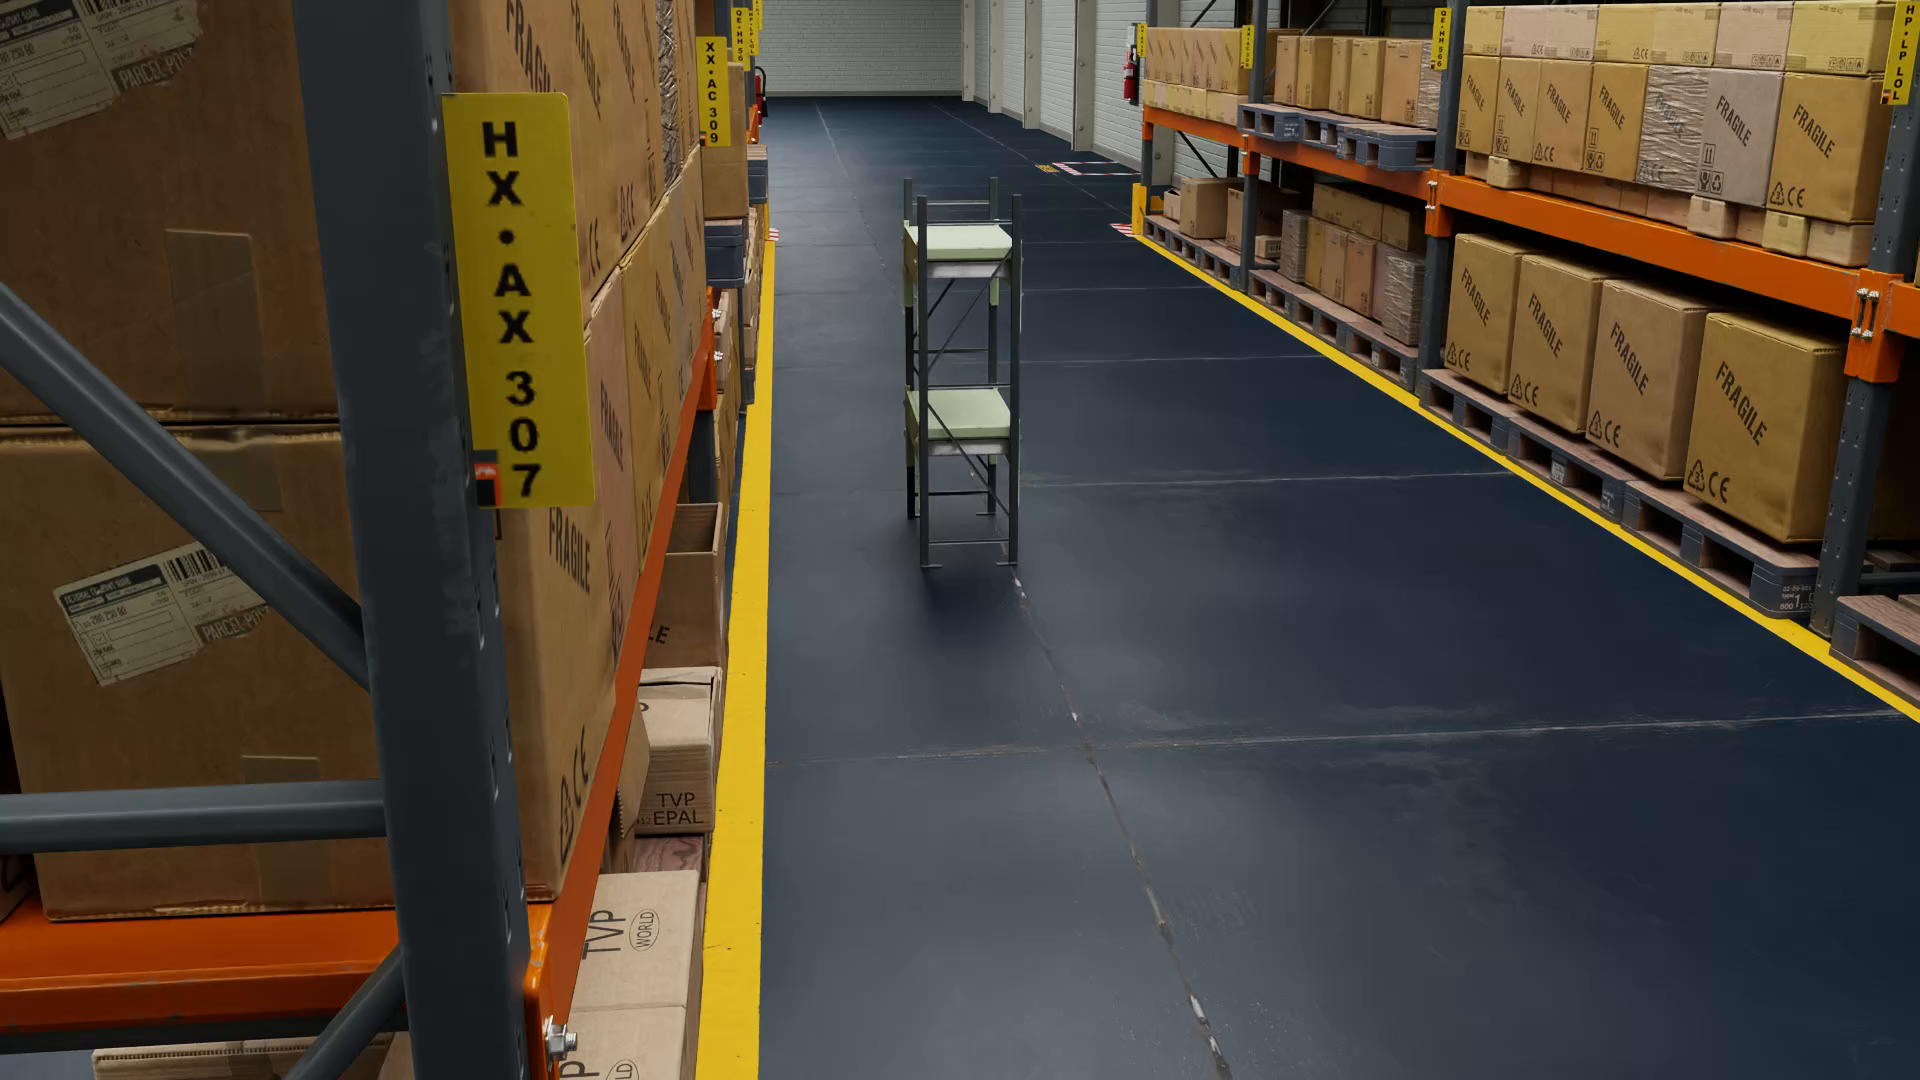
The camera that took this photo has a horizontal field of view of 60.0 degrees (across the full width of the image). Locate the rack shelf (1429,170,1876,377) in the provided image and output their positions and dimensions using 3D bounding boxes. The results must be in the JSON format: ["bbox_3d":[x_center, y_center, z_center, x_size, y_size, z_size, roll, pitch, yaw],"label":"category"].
[{"bbox_3d":[3.421,-1.351,7.674,1.077,0.370,4.000,-2,18,-6],"label":"rack shelf"}]

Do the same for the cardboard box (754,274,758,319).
[{"bbox_3d":[-1.639,-1.647,11.304,0.500,0.250,0.500,-1,17,-5],"label":"cardboard box"}]

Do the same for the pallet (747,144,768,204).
[{"bbox_3d":[-1.573,-1.845,8.365,1.213,0.211,1.003,-2,18,-6],"label":"pallet"}]

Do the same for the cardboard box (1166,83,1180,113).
[{"bbox_3d":[2.238,-4.150,15.606,0.500,0.250,0.500,-2,18,-7],"label":"cardboard box"}]

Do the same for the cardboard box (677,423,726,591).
[{"bbox_3d":[-1.108,-0.113,5.969,0.500,0.500,0.500,-3,18,-8],"label":"cardboard box"}]

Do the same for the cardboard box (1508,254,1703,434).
[{"bbox_3d":[3.244,-0.981,8.180,0.750,0.750,0.750,-2,18,-6],"label":"cardboard box"}]

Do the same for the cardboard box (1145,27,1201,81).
[{"bbox_3d":[2.139,-4.818,16.480,0.500,0.500,0.500,-2,18,-6],"label":"cardboard box"}]

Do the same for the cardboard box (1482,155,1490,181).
[{"bbox_3d":[3.035,-1.999,8.923,0.380,0.149,0.250,-2,17,-5],"label":"cardboard box"}]

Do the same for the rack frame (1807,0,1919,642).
[{"bbox_3d":[3.627,-1.098,5.668,1.000,3.000,0.127,-2,18,-6],"label":"rack frame"}]

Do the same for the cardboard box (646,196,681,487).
[{"bbox_3d":[-0.828,-0.393,3.253,0.500,0.500,0.500,-2,17,-5],"label":"cardboard box"}]

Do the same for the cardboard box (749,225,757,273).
[{"bbox_3d":[-1.689,-2.068,11.711,0.500,0.311,0.500,-2,18,-6],"label":"cardboard box"}]

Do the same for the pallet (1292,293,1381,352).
[{"bbox_3d":[3.012,-1.555,11.779,1.003,0.211,1.213,-2,18,-6],"label":"pallet"}]

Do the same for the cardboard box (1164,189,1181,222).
[{"bbox_3d":[2.371,-3.392,16.727,0.500,0.311,0.500,-4,18,-12],"label":"cardboard box"}]

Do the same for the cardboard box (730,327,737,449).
[{"bbox_3d":[-1.330,-0.728,7.926,0.500,0.500,0.500,-2,18,-8],"label":"cardboard box"}]

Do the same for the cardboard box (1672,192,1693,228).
[{"bbox_3d":[3.234,-1.385,6.966,0.380,0.149,0.250,-2,18,-6],"label":"cardboard box"}]

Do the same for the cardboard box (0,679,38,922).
[{"bbox_3d":[-1.204,0.075,1.764,0.500,0.500,0.500,-1,17,-4],"label":"cardboard box"}]

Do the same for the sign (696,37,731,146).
[{"bbox_3d":[-0.761,-1.376,5.108,0.100,0.325,0.005,-2,18,-6],"label":"sign"}]

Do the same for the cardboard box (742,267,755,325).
[{"bbox_3d":[-1.475,-1.457,9.764,0.500,0.311,0.500,-1,17,-4],"label":"cardboard box"}]

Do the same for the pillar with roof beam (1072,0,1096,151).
[{"bbox_3d":[-2.198,-10.796,26.543,9.100,9.000,0.400,-2,18,-6],"label":"pillar with roof beam"}]

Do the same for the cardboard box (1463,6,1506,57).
[{"bbox_3d":[3.008,-2.695,8.806,0.500,0.250,0.500,-1,17,-4],"label":"cardboard box"}]

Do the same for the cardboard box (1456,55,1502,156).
[{"bbox_3d":[3.010,-2.337,8.915,0.500,0.500,0.500,-1,17,-4],"label":"cardboard box"}]

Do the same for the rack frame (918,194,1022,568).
[{"bbox_3d":[0.037,-0.609,6.611,0.400,1.500,0.023,-2,18,-6],"label":"rack frame"}]

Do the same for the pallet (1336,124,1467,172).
[{"bbox_3d":[3.035,-2.408,10.159,1.213,0.211,1.003,-2,18,-6],"label":"pallet"}]

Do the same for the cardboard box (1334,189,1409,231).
[{"bbox_3d":[3.000,-2.352,11.848,0.500,0.250,0.500,-2,18,-7],"label":"cardboard box"}]

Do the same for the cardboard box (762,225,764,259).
[{"bbox_3d":[-1.918,-2.513,14.063,0.500,0.250,0.500,-2,18,-6],"label":"cardboard box"}]

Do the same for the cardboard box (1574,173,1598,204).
[{"bbox_3d":[3.178,-1.692,7.945,0.380,0.149,0.250,-2,17,-5],"label":"cardboard box"}]

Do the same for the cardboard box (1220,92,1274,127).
[{"bbox_3d":[2.451,-3.552,13.699,0.500,0.250,0.500,-2,18,-6],"label":"cardboard box"}]

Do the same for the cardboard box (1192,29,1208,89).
[{"bbox_3d":[2.347,-4.208,14.537,0.500,0.500,0.500,-2,18,-7],"label":"cardboard box"}]

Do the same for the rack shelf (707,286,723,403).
[{"bbox_3d":[-1.506,-1.197,7.183,1.077,0.370,4.000,-2,18,-6],"label":"rack shelf"}]

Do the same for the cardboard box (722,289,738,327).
[{"bbox_3d":[-1.373,-1.223,8.252,0.500,0.250,0.500,-1,17,-4],"label":"cardboard box"}]

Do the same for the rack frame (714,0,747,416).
[{"bbox_3d":[-1.713,-2.136,8.973,1.000,3.000,0.127,-2,18,-6],"label":"rack frame"}]

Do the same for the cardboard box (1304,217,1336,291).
[{"bbox_3d":[2.997,-2.128,12.386,0.700,0.500,0.500,-2,18,-7],"label":"cardboard box"}]

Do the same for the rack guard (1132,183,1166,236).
[{"bbox_3d":[2.397,-3.458,17.358,1.175,0.500,0.348,-2,18,-6],"label":"rack guard"}]

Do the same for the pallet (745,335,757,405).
[{"bbox_3d":[-1.759,-1.052,10.176,1.003,0.211,1.213,-2,18,-6],"label":"pallet"}]

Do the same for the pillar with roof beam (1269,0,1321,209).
[{"bbox_3d":[-0.960,-7.221,15.155,9.100,9.000,0.400,-2,18,-6],"label":"pillar with roof beam"}]

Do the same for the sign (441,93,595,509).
[{"bbox_3d":[-0.348,-0.182,1.305,0.100,0.325,0.005,-2,18,-6],"label":"sign"}]

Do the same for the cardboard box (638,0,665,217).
[{"bbox_3d":[-0.832,-0.874,3.116,0.500,0.500,0.500,-2,18,-6],"label":"cardboard box"}]

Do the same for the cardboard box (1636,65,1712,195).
[{"bbox_3d":[3.223,-1.729,6.979,0.500,0.500,0.500,-2,18,-6],"label":"cardboard box"}]

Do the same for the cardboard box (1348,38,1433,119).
[{"bbox_3d":[3.005,-3.058,11.008,0.700,0.500,0.500,-2,18,-6],"label":"cardboard box"}]

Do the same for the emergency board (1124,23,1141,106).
[{"bbox_3d":[2.486,-7.017,24.520,0.194,1.169,0.643,-2,18,-6],"label":"emergency board"}]

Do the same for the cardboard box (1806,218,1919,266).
[{"bbox_3d":[3.310,-1.080,5.996,0.380,0.149,0.250,-2,18,-5],"label":"cardboard box"}]

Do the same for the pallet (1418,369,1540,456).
[{"bbox_3d":[3.221,-0.723,9.126,1.003,0.211,1.213,-2,18,-6],"label":"pallet"}]

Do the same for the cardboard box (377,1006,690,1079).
[{"bbox_3d":[-0.713,1.030,2.745,0.500,0.250,0.500,-2,18,-6],"label":"cardboard box"}]

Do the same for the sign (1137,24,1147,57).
[{"bbox_3d":[1.849,-5.070,16.873,0.100,0.325,0.005,-2,18,-6],"label":"sign"}]

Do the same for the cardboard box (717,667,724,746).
[{"bbox_3d":[-0.861,0.477,4.675,0.380,0.149,0.250,-2,18,-6],"label":"cardboard box"}]

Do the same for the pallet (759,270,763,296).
[{"bbox_3d":[-2.166,-2.236,13.945,1.003,0.211,1.213,-2,18,-6],"label":"pallet"}]

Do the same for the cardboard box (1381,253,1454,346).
[{"bbox_3d":[3.088,-1.520,10.451,0.700,0.500,0.500,-2,17,-5],"label":"cardboard box"}]

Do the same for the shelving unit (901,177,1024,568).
[{"bbox_3d":[-0.001,-0.718,6.959,0.431,1.500,0.755,-2,18,-6],"label":"shelving unit"}]
